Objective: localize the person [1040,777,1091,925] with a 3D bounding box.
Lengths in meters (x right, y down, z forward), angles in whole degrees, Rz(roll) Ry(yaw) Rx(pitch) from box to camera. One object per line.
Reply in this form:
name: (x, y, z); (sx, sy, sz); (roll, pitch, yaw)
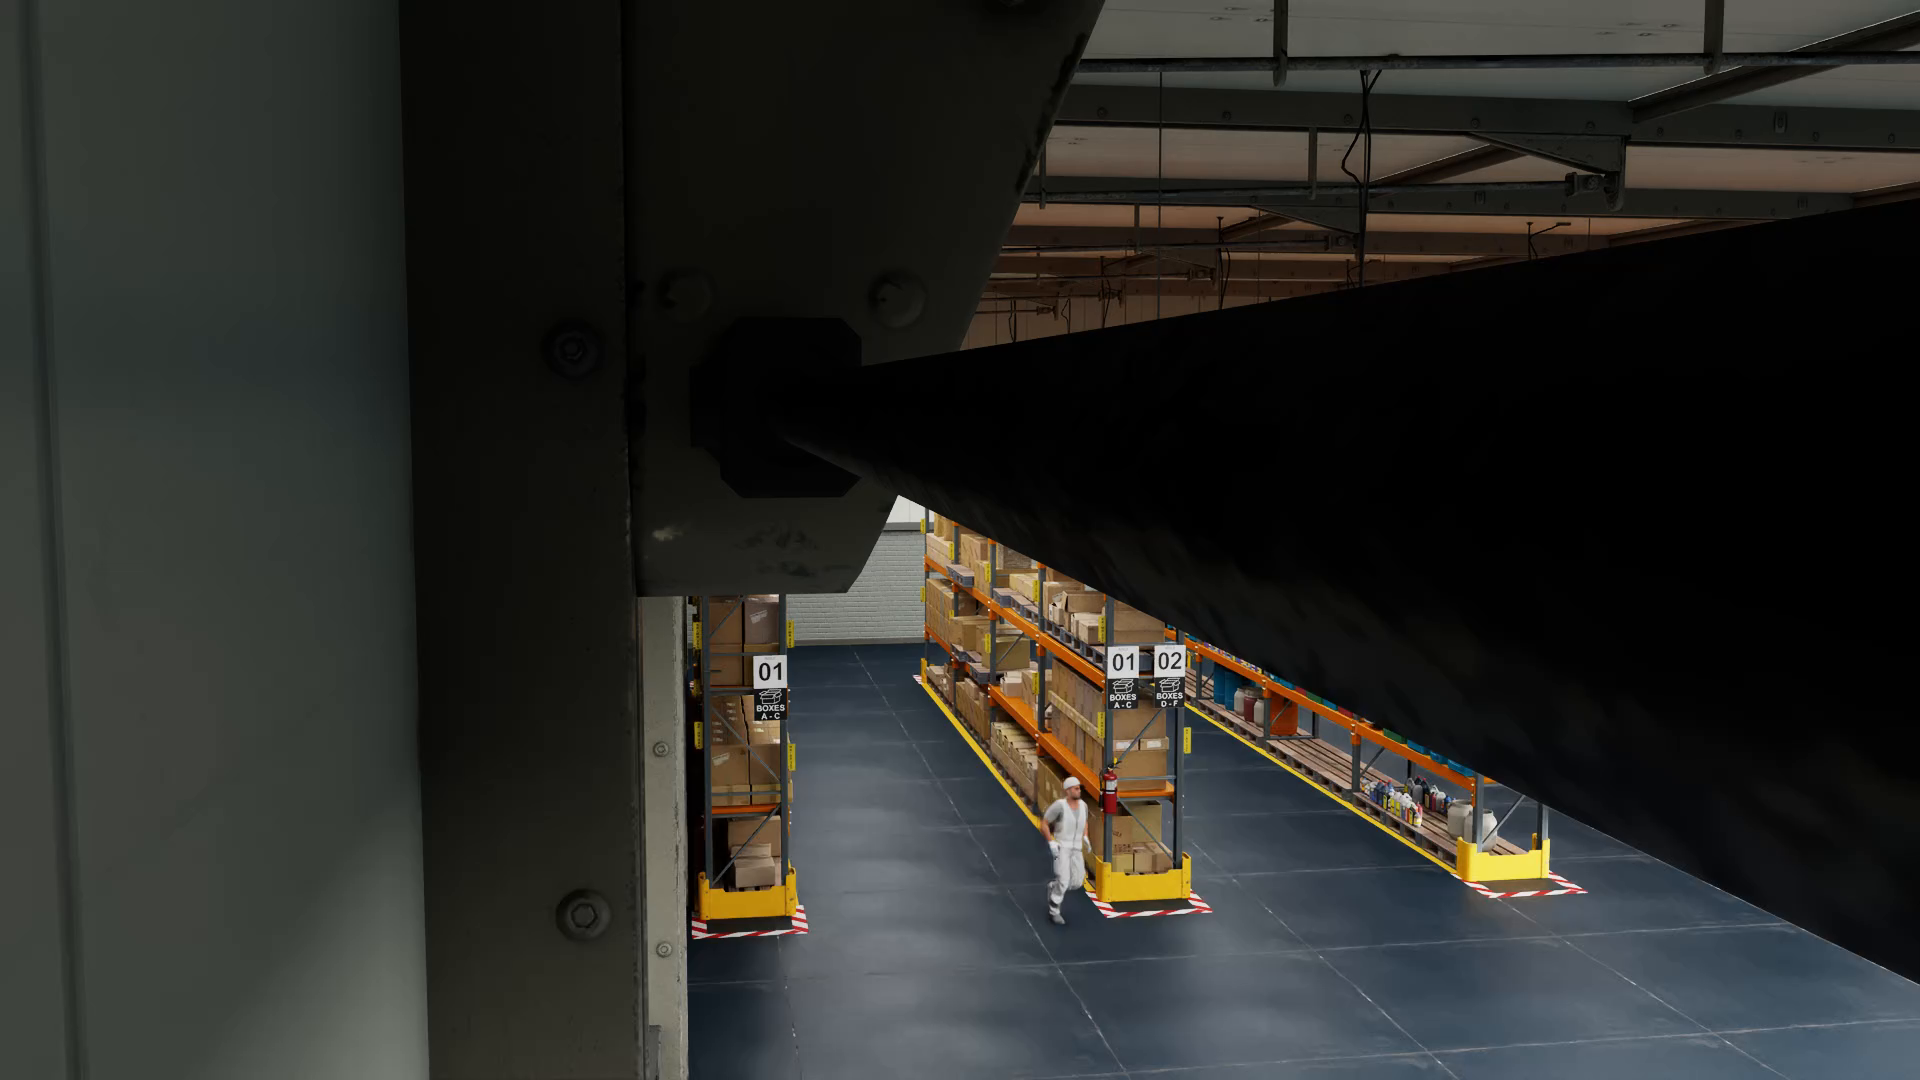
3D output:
person: (1.279, 3.714, 20.093); (0.703, 1.727, 0.573); (-3, 6, -31)
